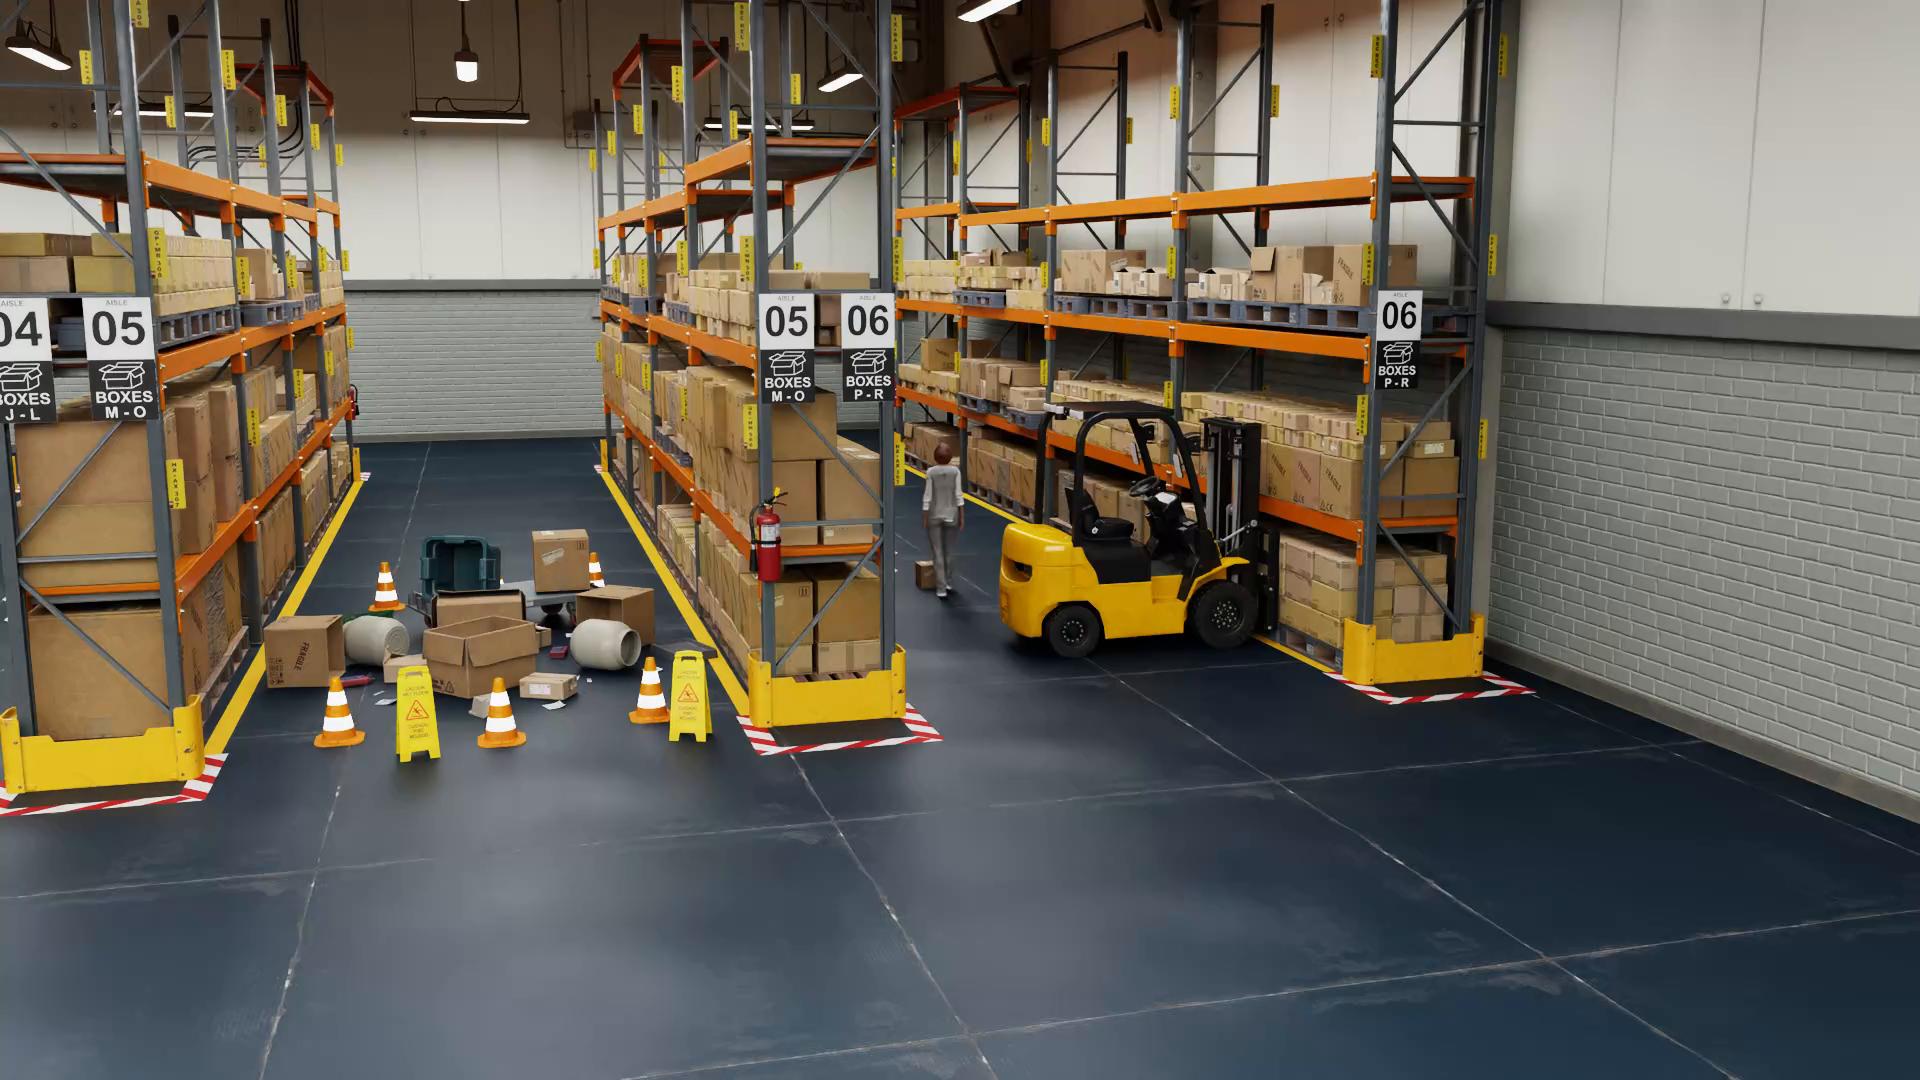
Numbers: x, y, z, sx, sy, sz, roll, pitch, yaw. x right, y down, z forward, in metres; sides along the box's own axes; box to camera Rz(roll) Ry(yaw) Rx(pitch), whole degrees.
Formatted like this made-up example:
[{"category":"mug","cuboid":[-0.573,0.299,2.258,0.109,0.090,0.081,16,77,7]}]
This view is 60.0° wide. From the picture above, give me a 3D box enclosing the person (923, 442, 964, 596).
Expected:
[{"category":"person","cuboid":[-0.198,-0.233,17.273,0.430,1.588,0.685,-2,10,-11]}]
